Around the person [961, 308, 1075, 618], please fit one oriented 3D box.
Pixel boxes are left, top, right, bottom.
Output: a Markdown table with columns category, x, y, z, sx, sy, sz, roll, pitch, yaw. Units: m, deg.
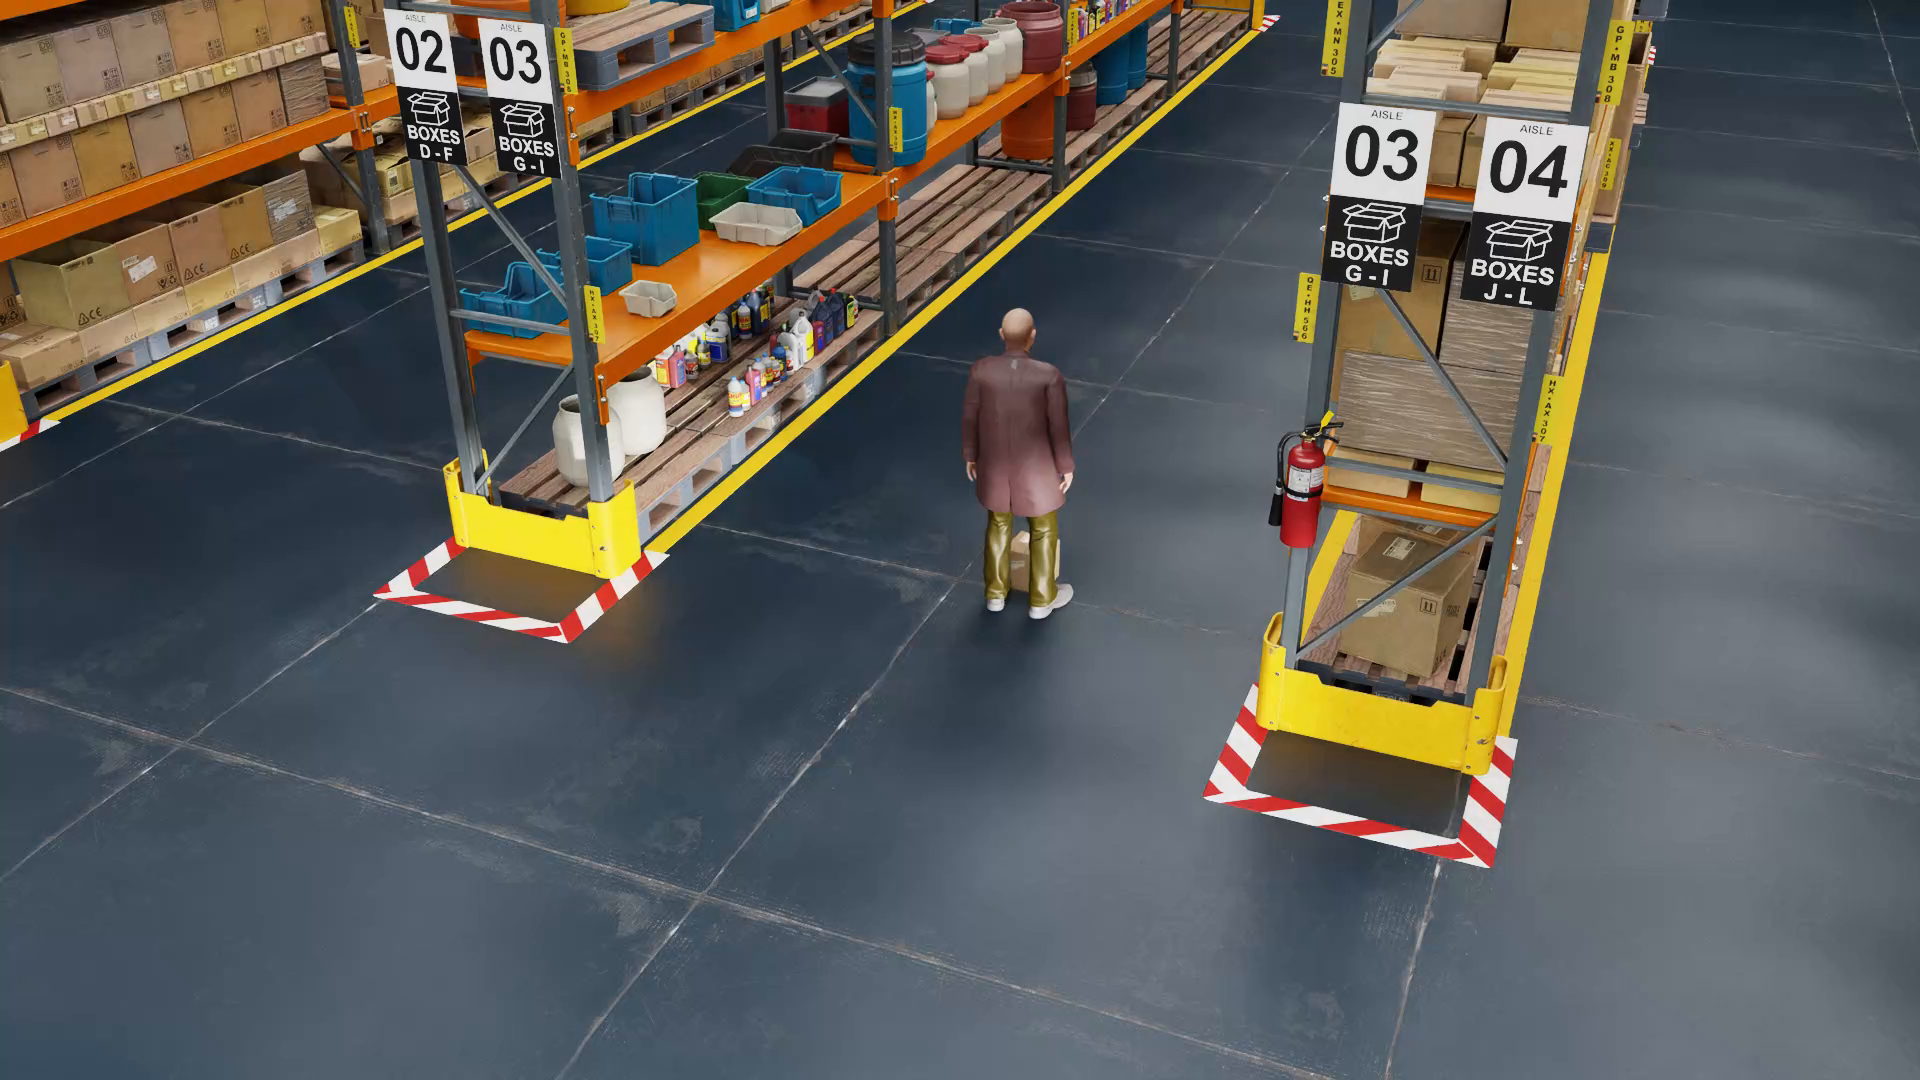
| category | x | y | z | sx | sy | sz | roll | pitch | yaw |
| --- | --- | --- | --- | --- | --- | --- | --- | --- | --- |
| person | 0.318 | -0.418 | 9.167 | 0.647 | 1.772 | 0.429 | 9 | 31 | 16 |
